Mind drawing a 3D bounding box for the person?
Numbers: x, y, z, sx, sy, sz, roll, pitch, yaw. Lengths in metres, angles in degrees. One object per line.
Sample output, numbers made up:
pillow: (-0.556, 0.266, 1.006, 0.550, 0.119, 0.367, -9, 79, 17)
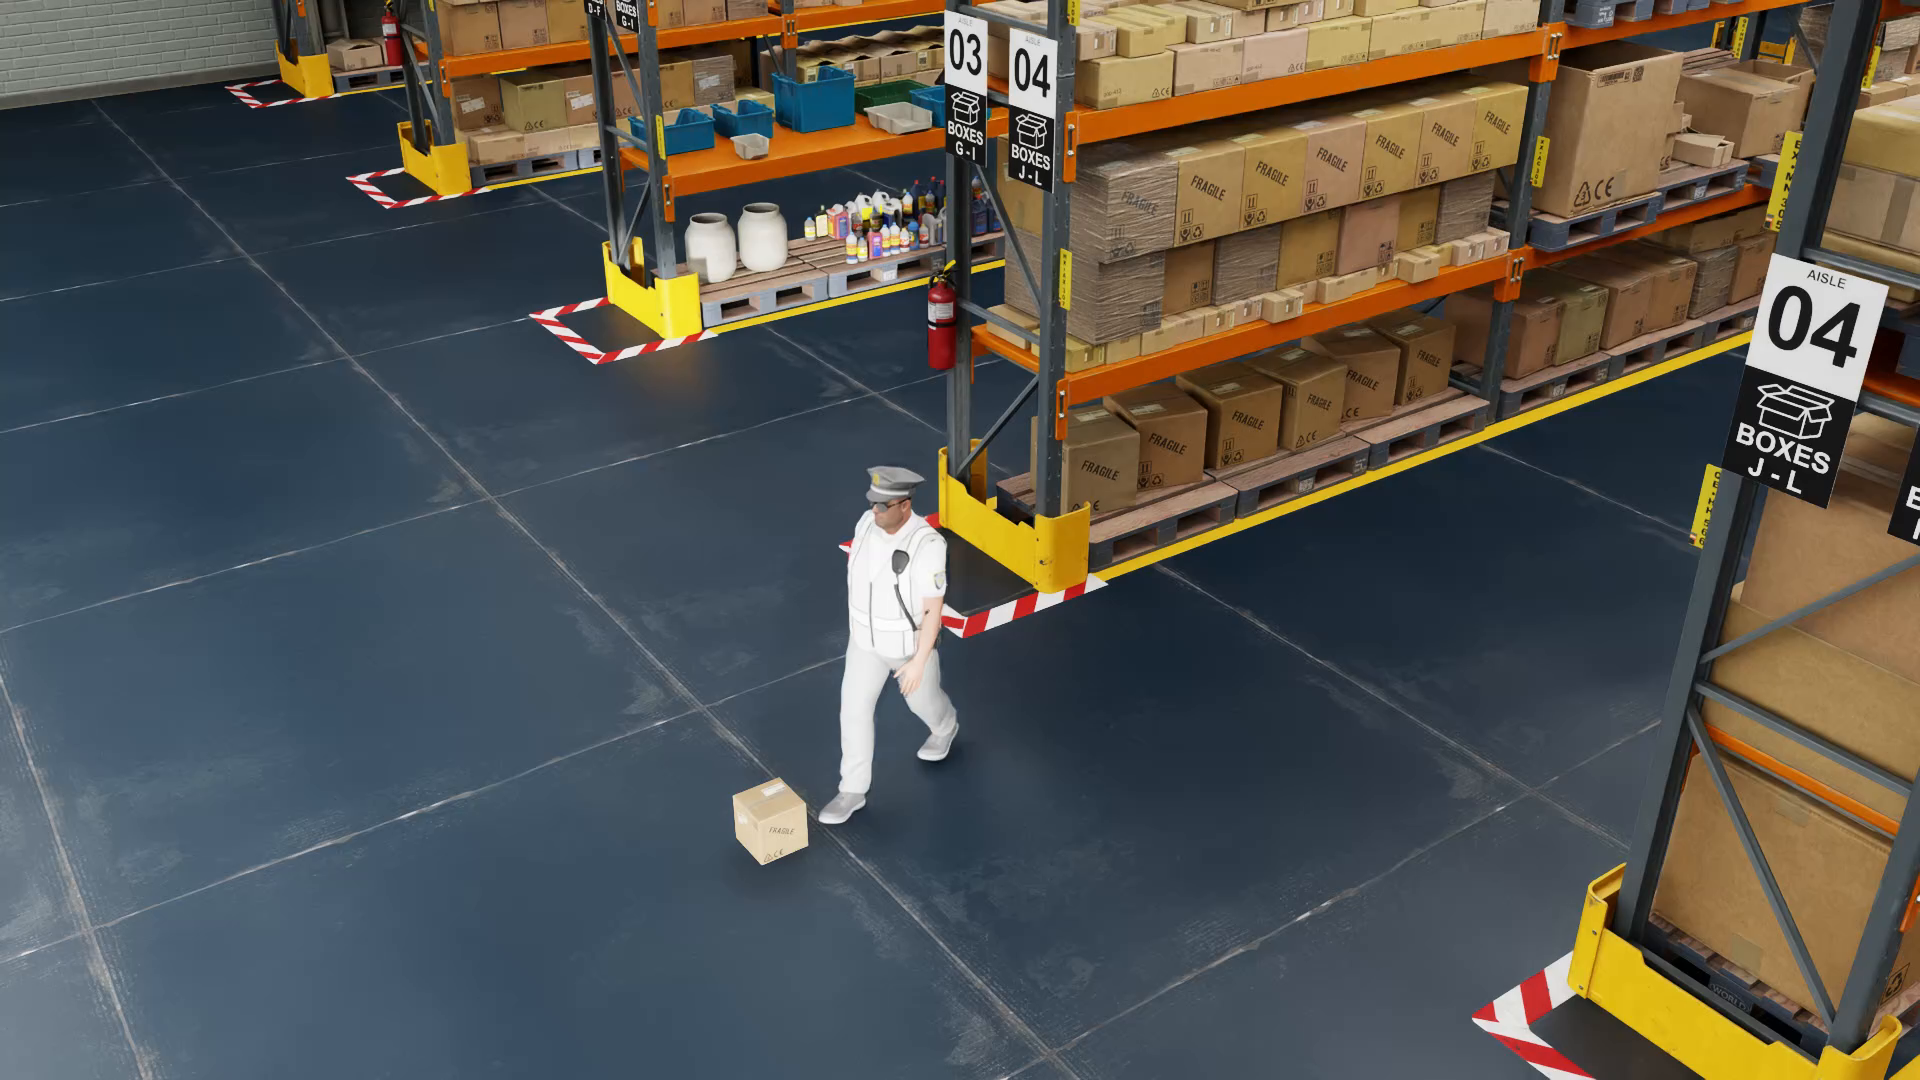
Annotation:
person: (-0.313, 0.454, 7.768, 0.527, 1.727, 0.972, 13, 31, 23)
